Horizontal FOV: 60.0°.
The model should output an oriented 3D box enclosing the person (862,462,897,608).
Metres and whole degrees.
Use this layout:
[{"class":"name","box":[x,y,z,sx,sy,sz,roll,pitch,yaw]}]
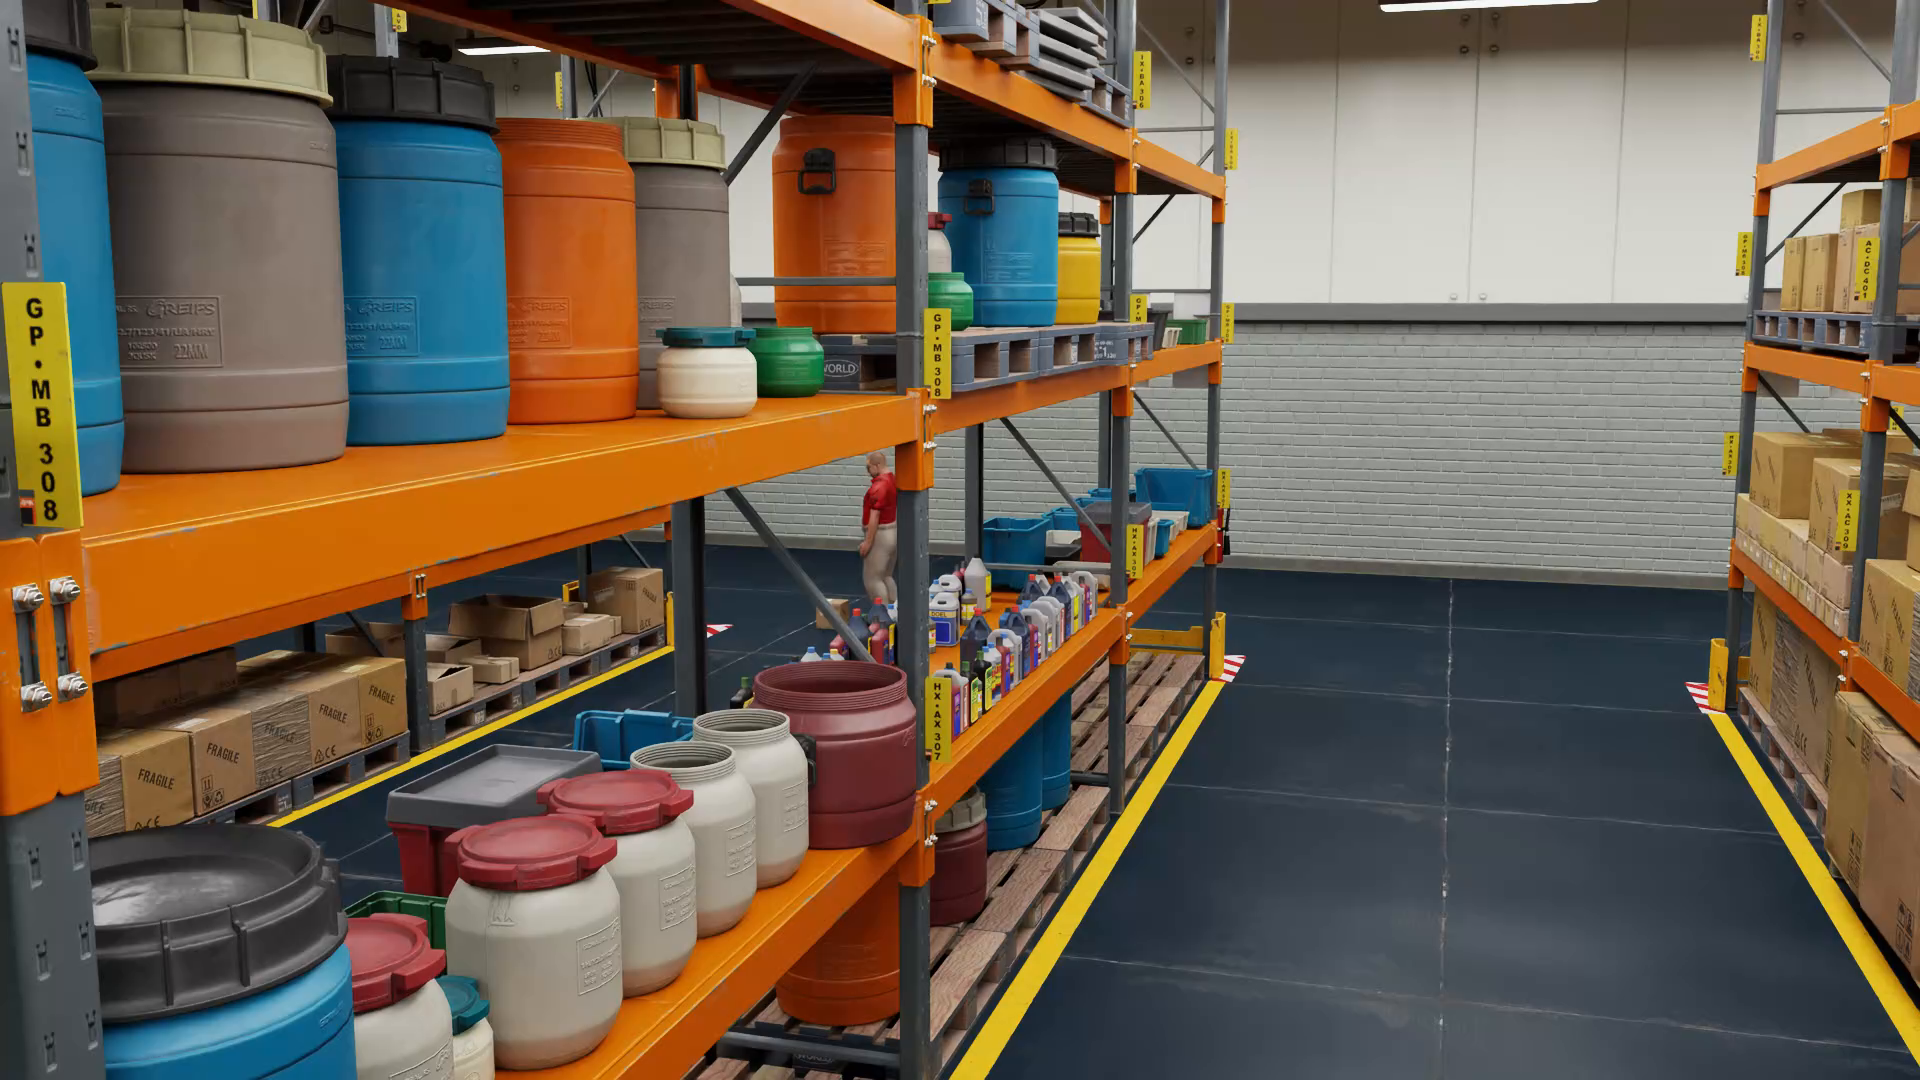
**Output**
[{"class":"person","box":[-0.758,0.019,15.849,0.356,1.549,0.434,3,9,17]}]
